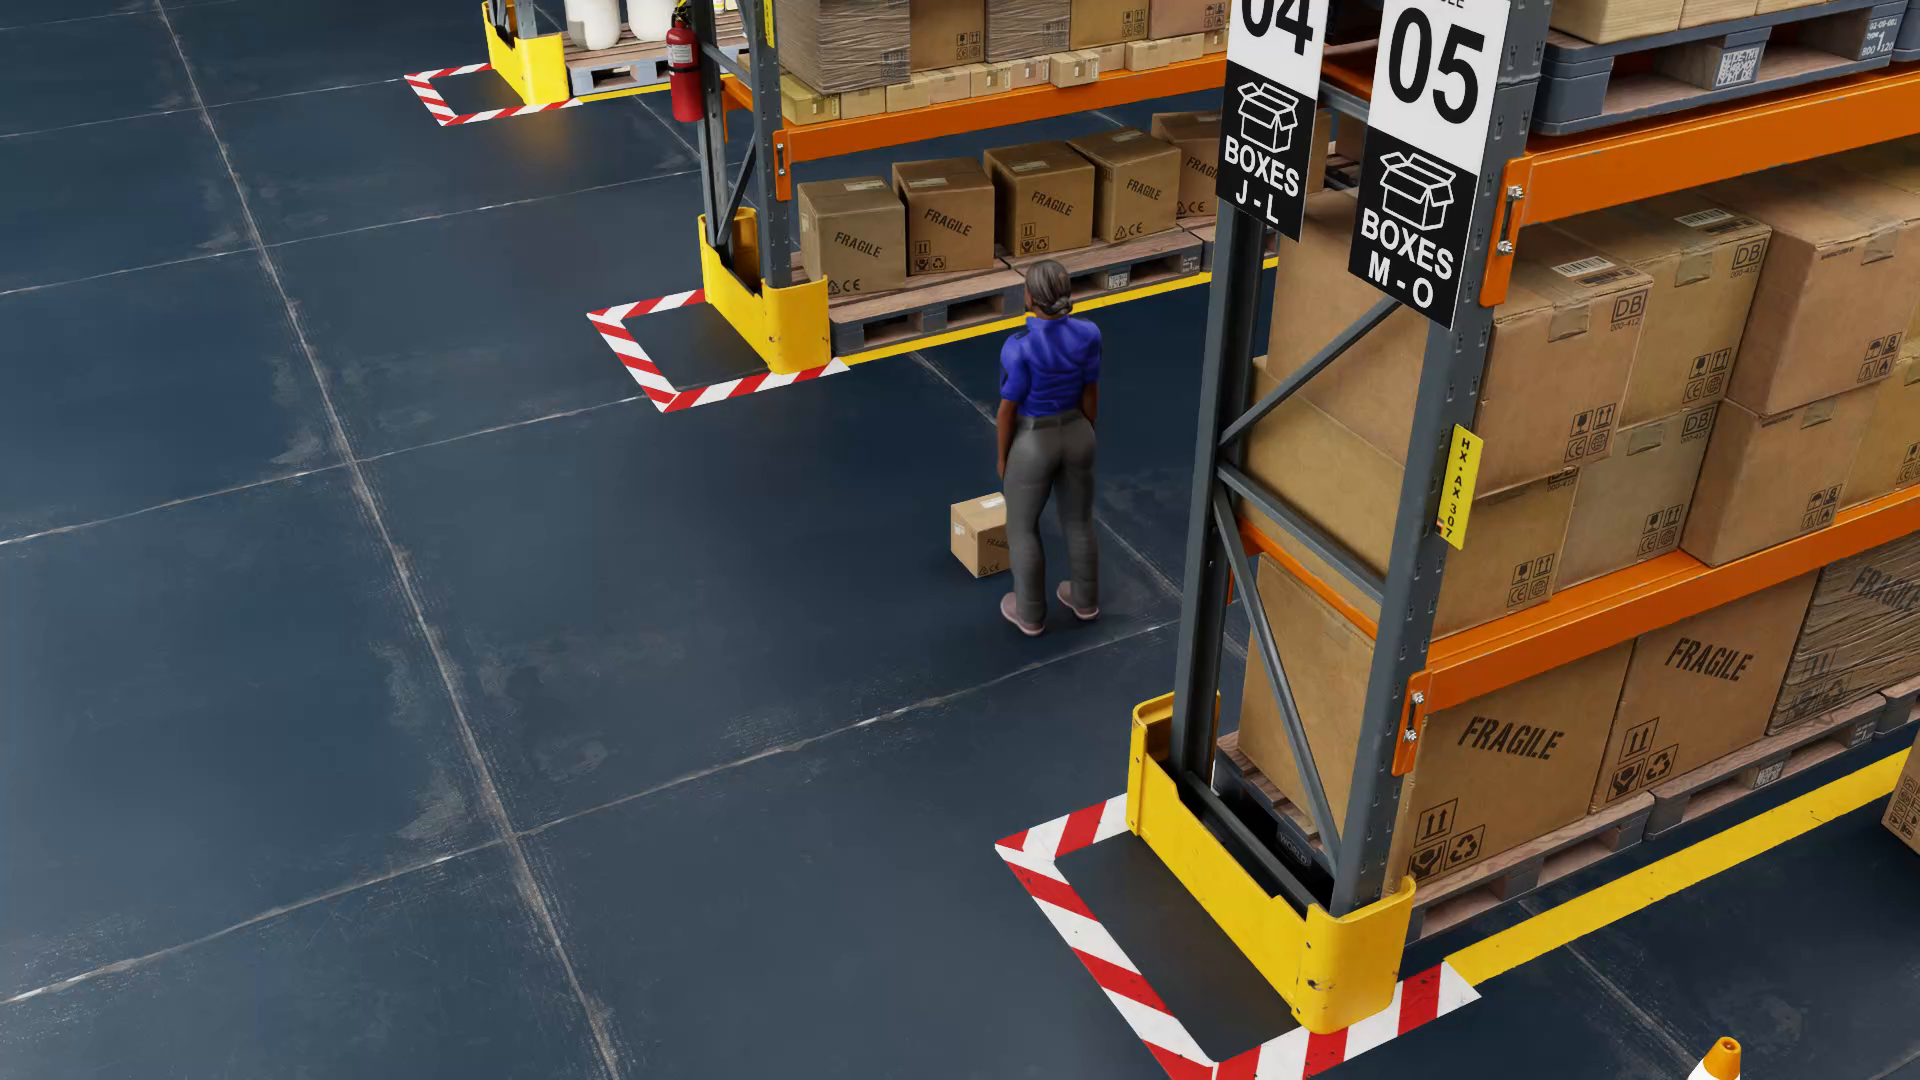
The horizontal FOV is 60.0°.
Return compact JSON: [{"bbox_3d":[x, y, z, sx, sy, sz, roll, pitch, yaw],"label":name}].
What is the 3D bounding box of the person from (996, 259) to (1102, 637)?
[{"bbox_3d":[0.357,-0.368,6.714,0.471,1.666,0.304,-15,36,-22],"label":"person"}]
